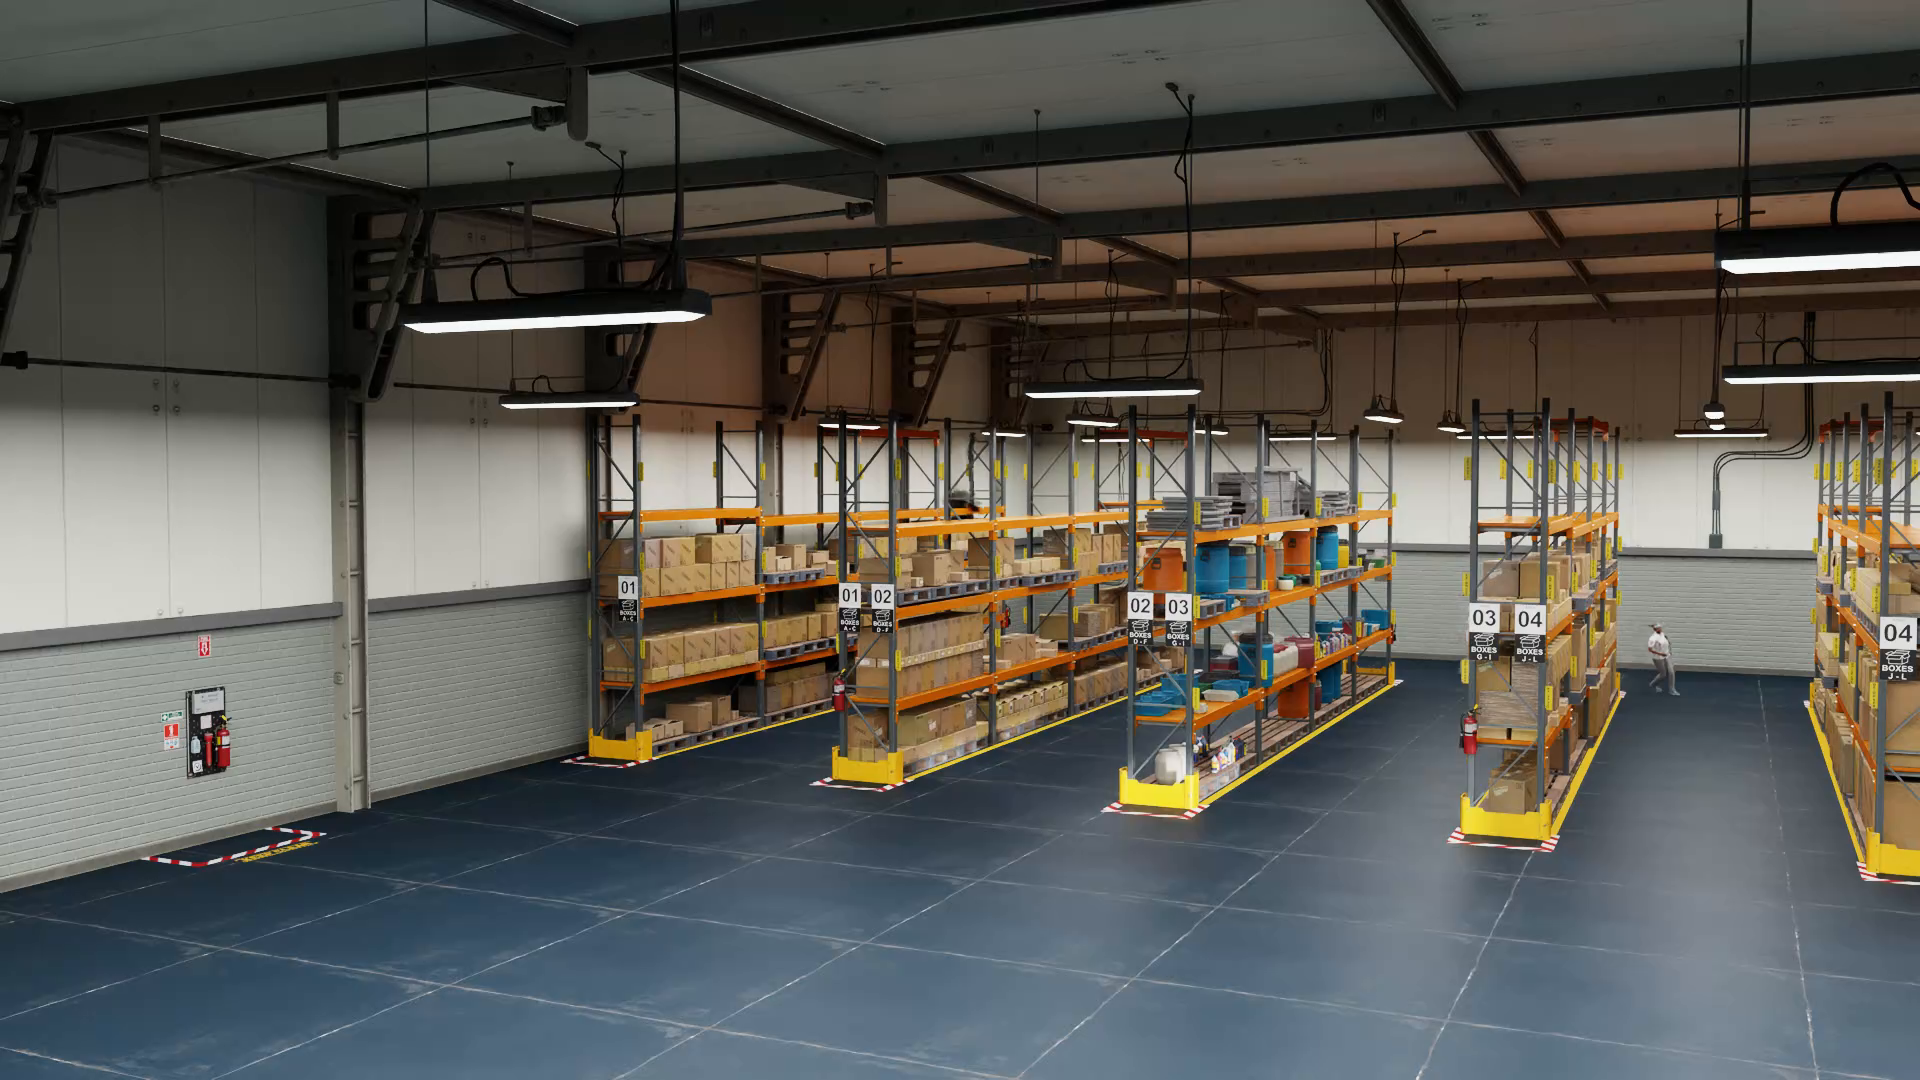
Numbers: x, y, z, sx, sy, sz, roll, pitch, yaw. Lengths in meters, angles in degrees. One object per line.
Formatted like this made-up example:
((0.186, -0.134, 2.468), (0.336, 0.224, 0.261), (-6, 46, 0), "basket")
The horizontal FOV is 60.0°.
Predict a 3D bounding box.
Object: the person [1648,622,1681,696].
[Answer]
((15.657, 2.646, 37.149), (0.599, 1.657, 0.731), (-1, 3, -28), "person")

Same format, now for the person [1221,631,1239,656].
((5.794, 2.738, 35.167), (0.615, 1.631, 0.595), (2, 3, 33), "person")
